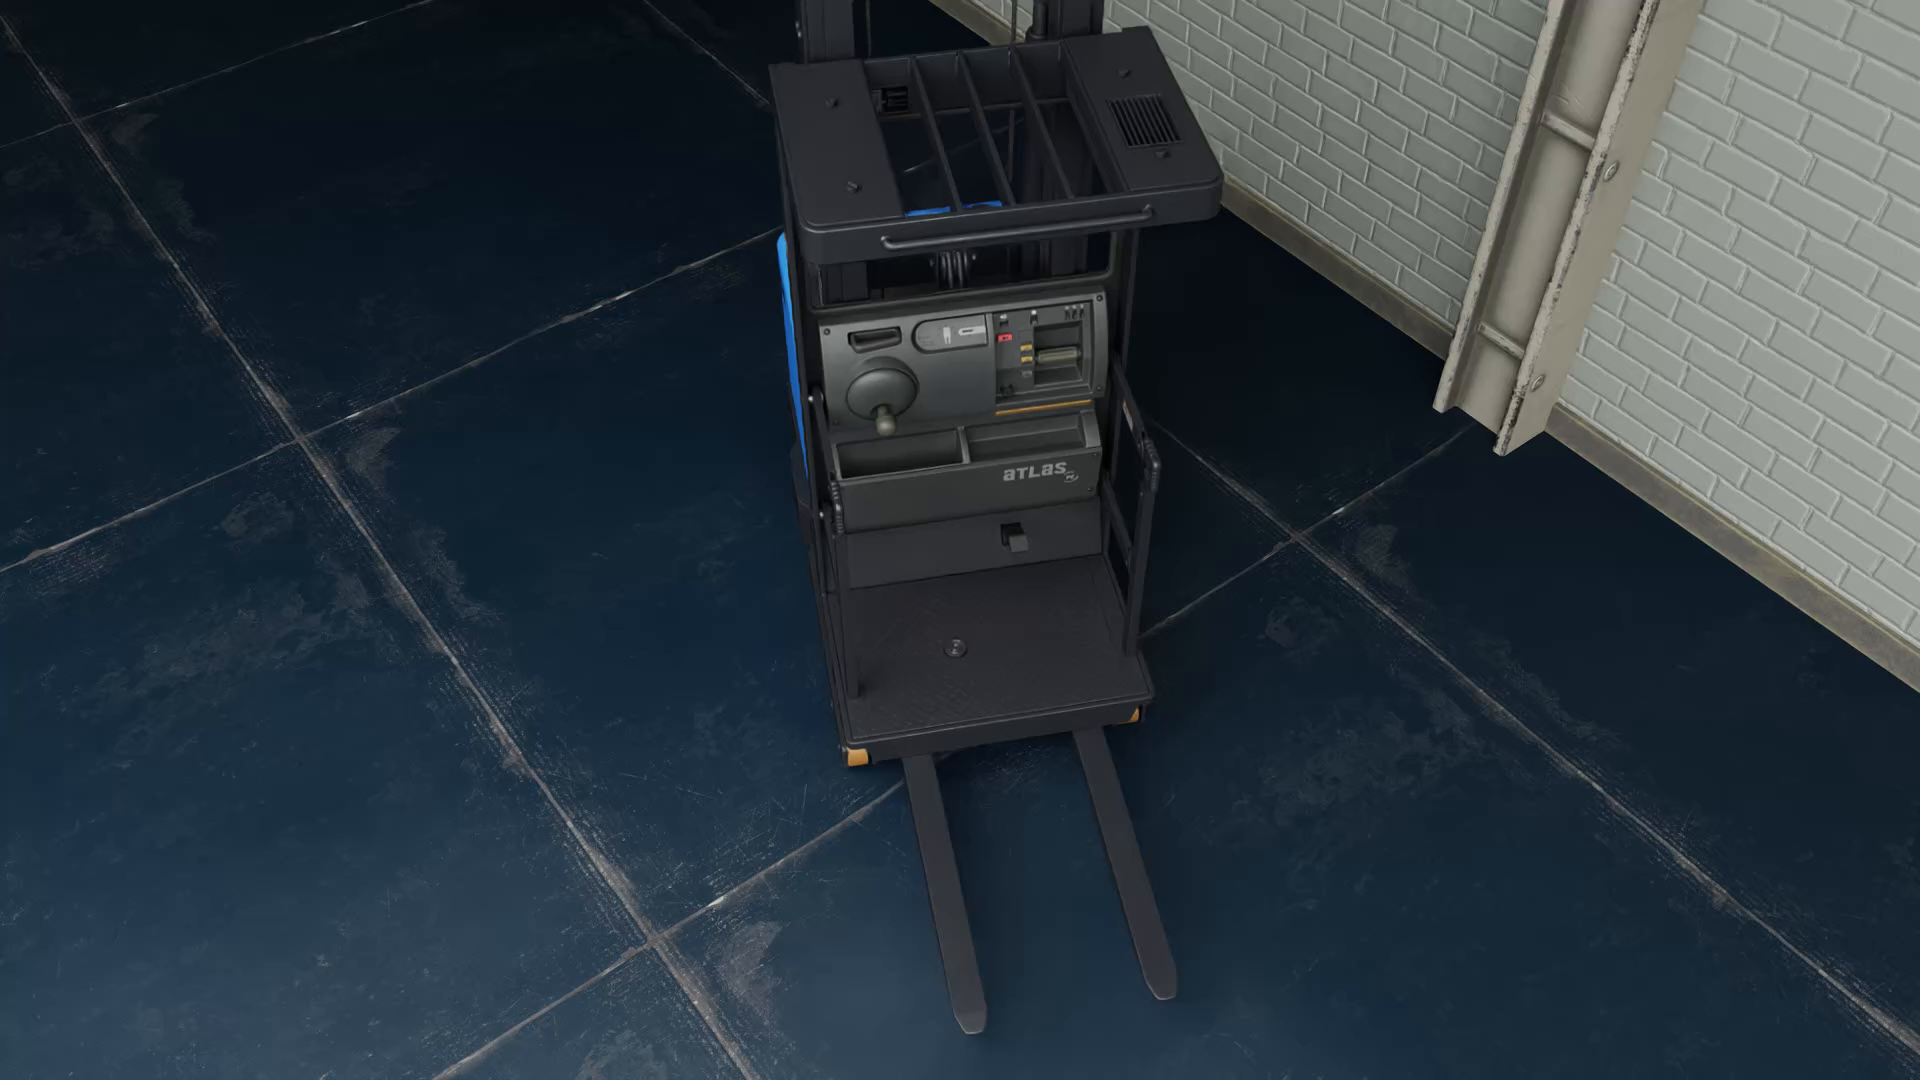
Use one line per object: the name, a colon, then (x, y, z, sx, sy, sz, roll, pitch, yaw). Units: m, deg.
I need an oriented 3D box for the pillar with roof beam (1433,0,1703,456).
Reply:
pillar with roof beam: (-1.119, -1.630, 2.152, 9.100, 9.000, 0.400, -29, 54, -24)

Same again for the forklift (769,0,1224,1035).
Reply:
forklift: (0.061, -0.472, 5.198, 1.130, 2.935, 3.031, -8, 48, -7)
